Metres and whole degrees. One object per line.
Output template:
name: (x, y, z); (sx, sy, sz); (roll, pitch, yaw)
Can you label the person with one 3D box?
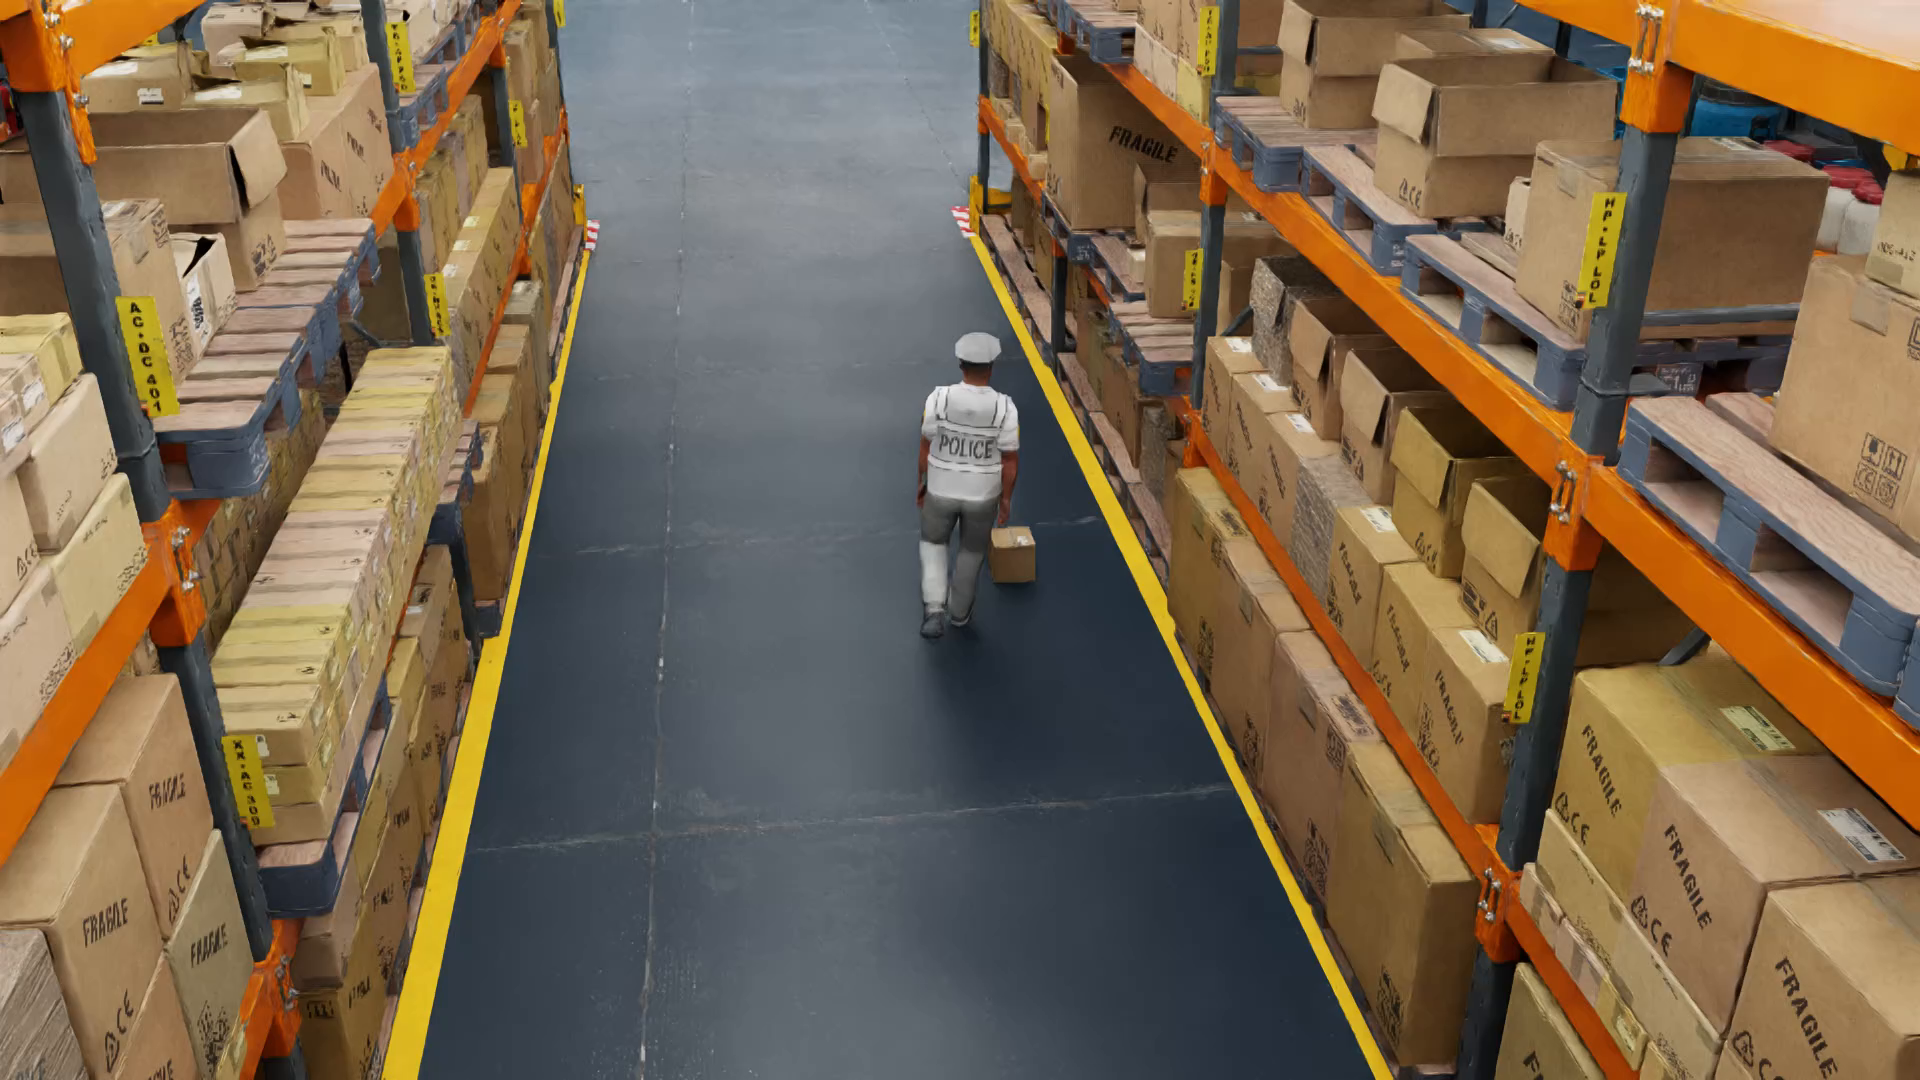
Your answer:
person: (0.037, -0.268, 9.111); (0.571, 1.751, 0.725); (1, 27, 3)
